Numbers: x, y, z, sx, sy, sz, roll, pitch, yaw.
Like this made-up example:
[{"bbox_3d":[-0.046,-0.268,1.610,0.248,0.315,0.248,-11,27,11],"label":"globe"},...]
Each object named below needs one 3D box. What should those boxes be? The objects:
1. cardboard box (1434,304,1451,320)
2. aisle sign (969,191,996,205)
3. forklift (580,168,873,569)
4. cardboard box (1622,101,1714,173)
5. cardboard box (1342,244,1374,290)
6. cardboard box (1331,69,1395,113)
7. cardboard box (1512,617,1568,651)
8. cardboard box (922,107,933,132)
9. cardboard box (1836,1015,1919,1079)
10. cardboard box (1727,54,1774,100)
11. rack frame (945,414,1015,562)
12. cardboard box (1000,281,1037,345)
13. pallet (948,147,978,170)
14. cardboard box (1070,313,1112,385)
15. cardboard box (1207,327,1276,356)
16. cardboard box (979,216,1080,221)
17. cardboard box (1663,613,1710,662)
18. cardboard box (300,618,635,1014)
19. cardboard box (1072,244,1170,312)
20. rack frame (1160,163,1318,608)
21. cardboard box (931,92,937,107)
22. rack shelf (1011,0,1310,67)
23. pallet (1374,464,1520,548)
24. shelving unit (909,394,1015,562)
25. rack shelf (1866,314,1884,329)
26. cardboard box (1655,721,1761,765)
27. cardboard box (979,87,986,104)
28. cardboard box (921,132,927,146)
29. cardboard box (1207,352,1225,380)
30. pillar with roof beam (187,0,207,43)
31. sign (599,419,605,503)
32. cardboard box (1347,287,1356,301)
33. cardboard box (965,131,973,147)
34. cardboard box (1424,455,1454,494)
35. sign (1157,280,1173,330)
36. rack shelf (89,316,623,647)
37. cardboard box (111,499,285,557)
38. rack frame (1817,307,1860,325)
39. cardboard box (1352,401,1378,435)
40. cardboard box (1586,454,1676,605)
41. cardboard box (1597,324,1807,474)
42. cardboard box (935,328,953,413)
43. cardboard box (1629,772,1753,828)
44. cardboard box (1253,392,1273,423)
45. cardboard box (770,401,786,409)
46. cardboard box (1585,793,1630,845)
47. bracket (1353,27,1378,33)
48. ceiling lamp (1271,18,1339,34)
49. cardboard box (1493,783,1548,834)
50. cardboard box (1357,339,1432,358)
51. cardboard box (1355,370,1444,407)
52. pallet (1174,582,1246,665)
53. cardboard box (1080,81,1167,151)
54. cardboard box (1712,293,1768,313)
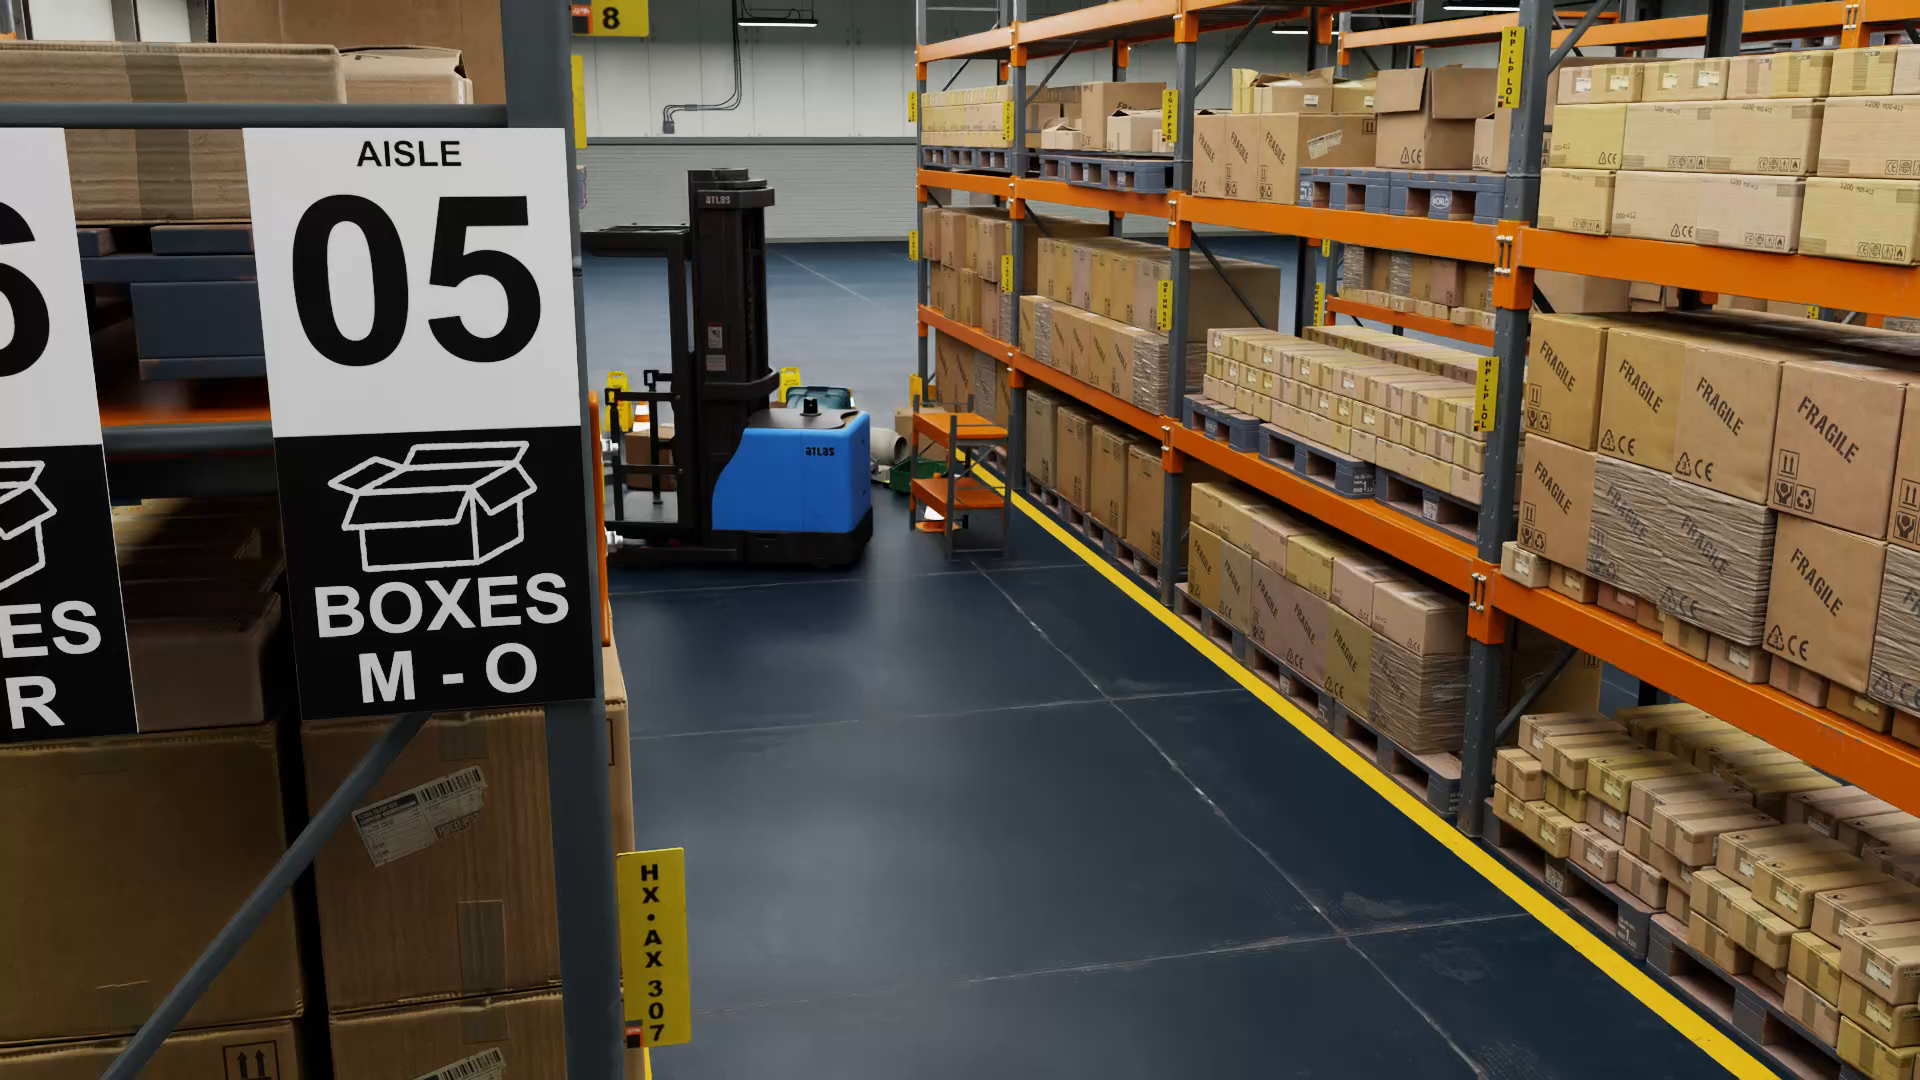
[{"bbox_3d":[5.224,-2.407,17.488,0.380,0.149,0.250,-3,14,-13],"label":"cardboard box"},{"bbox_3d":[0.296,-4.170,18.698,0.394,0.787,0.004,-3,14,-13],"label":"aisle sign"},{"bbox_3d":[-2.247,-1.335,12.714,3.031,2.935,1.130,1,14,6],"label":"forklift"},{"bbox_3d":[2.832,-1.493,6.162,0.500,0.250,0.500,-3,14,-13],"label":"cardboard box"},{"bbox_3d":[4.969,-3.192,19.335,0.875,0.500,0.500,-3,14,-13],"label":"cardboard box"},{"bbox_3d":[2.383,-2.710,10.055,0.396,0.266,0.258,-3,14,-13],"label":"cardboard box"},{"bbox_3d":[2.923,0.355,8.456,0.500,0.250,0.500,-4,14,-16],"label":"cardboard box"},{"bbox_3d":[-0.115,-4.530,17.922,0.500,0.250,0.500,-3,14,-13],"label":"cardboard box"},{"bbox_3d":[3.124,1.657,5.447,0.380,0.149,0.250,-4,14,-16],"label":"cardboard box"},{"bbox_3d":[2.916,-1.606,5.781,0.380,0.149,0.250,-4,14,-15],"label":"cardboard box"},{"bbox_3d":[0.150,-0.392,12.613,0.500,1.125,0.032,-2,14,-17],"label":"rack frame"},{"bbox_3d":[0.863,-2.109,15.422,0.875,0.550,0.550,-3,14,-13],"label":"cardboard box"},{"bbox_3d":[0.496,-3.836,16.673,1.003,0.211,1.213,-3,14,-13],"label":"pallet"},{"bbox_3d":[1.176,-1.515,13.096,0.500,0.500,0.500,-3,14,-12],"label":"cardboard box"},{"bbox_3d":[1.822,-1.281,10.742,0.380,0.149,0.250,-3,14,-13],"label":"cardboard box"},{"bbox_3d":[0.672,-2.889,16.339,0.875,0.550,0.550,-3,14,-13],"label":"cardboard box"},{"bbox_3d":[2.889,0.339,6.250,0.380,0.149,0.250,-3,14,-12],"label":"cardboard box"},{"bbox_3d":[-0.844,0.455,2.926,0.500,0.500,0.500,-4,14,-14],"label":"cardboard box"},{"bbox_3d":[1.324,-2.136,13.534,0.700,0.500,0.500,-3,14,-13],"label":"cardboard box"},{"bbox_3d":[1.900,-1.029,11.317,1.000,3.000,0.127,-3,14,-13],"label":"rack frame"},{"bbox_3d":[-0.091,-4.638,17.523,0.380,0.149,0.250,-3,14,-14],"label":"cardboard box"},{"bbox_3d":[1.431,-3.861,12.627,1.077,0.370,4.000,-3,14,-13],"label":"rack shelf"},{"bbox_3d":[2.802,-0.197,8.318,1.003,0.211,1.213,-3,14,-13],"label":"pallet"},{"bbox_3d":[-0.001,-0.512,13.084,0.538,1.125,1.048,-2,14,-17],"label":"shelving unit"},{"bbox_3d":[10.151,-2.593,19.234,1.077,0.370,4.000,-3,14,-13],"label":"rack shelf"},{"bbox_3d":[3.275,0.910,7.249,0.380,0.149,0.250,-3,14,-12],"label":"cardboard box"},{"bbox_3d":[0.389,-4.167,15.596,0.380,0.149,0.250,-3,14,-12],"label":"cardboard box"},{"bbox_3d":[-0.210,-4.365,18.086,0.380,0.149,0.250,-3,14,-13],"label":"cardboard box"},{"bbox_3d":[1.819,-1.132,10.760,0.380,0.149,0.250,-3,14,-11],"label":"cardboard box"},{"bbox_3d":[-10.346,-9.393,32.914,9.100,9.000,0.400,-3,14,-13],"label":"pillar with roof beam"},{"bbox_3d":[-1.409,-0.297,6.331,0.100,0.325,0.005,-3,14,-13],"label":"sign"},{"bbox_3d":[4.742,-2.868,19.373,0.380,0.149,0.250,-3,14,-13],"label":"cardboard box"},{"bbox_3d":[0.264,-3.899,16.180,0.380,0.149,0.250,-3,14,-14],"label":"cardboard box"},{"bbox_3d":[2.492,-0.328,8.095,0.380,0.149,0.250,-3,14,-13],"label":"cardboard box"},{"bbox_3d":[1.362,-1.559,11.050,0.100,0.325,0.005,-3,14,-13],"label":"sign"},{"bbox_3d":[-1.478,-0.453,4.156,1.077,0.370,4.000,-3,14,-13],"label":"rack shelf"},{"bbox_3d":[-1.532,0.023,3.330,0.380,0.149,0.250,-3,14,-12],"label":"cardboard box"},{"bbox_3d":[6.745,-1.282,12.353,1.000,3.000,0.127,-3,14,-13],"label":"rack frame"},{"bbox_3d":[2.308,-0.654,8.802,0.380,0.149,0.250,-4,14,-16],"label":"cardboard box"},{"bbox_3d":[2.834,-0.057,6.502,0.500,0.500,0.500,-3,14,-13],"label":"cardboard box"},{"bbox_3d":[2.845,-0.548,6.407,0.500,0.500,0.500,-4,14,-15],"label":"cardboard box"},{"bbox_3d":[0.245,-1.893,18.448,0.875,0.875,0.875,-3,14,-13],"label":"cardboard box"},{"bbox_3d":[2.917,1.058,6.643,0.380,0.149,0.250,-4,14,-15],"label":"cardboard box"},{"bbox_3d":[2.001,-0.810,10.066,0.380,0.149,0.250,-3,14,-11],"label":"cardboard box"},{"bbox_3d":[-1.893,-1.098,16.862,0.637,0.503,0.797,10,17,35],"label":"cardboard box"},{"bbox_3d":[2.853,1.140,6.938,0.380,0.149,0.250,-3,14,-14],"label":"cardboard box"},{"bbox_3d":[12.410,-15.912,52.014,0.076,0.066,3.189,-3,14,-13],"label":"bracket"},{"bbox_3d":[9.356,-15.345,44.977,2.000,3.185,0.800,-3,14,-13],"label":"ceiling lamp"},{"bbox_3d":[2.613,1.177,7.412,0.380,0.149,0.250,-4,14,-16],"label":"cardboard box"},{"bbox_3d":[2.646,-1.132,10.132,0.380,0.149,0.250,-3,14,-12],"label":"cardboard box"},{"bbox_3d":[2.317,-0.798,8.763,0.380,0.149,0.250,-4,14,-15],"label":"cardboard box"},{"bbox_3d":[2.082,0.506,10.910,1.003,0.211,1.213,-3,14,-13],"label":"pallet"},{"bbox_3d":[1.220,-3.172,12.465,0.500,0.500,0.500,-3,14,-13],"label":"cardboard box"},{"bbox_3d":[6.351,-1.780,13.297,0.700,0.500,0.500,-1,14,-5],"label":"cardboard box"}]
